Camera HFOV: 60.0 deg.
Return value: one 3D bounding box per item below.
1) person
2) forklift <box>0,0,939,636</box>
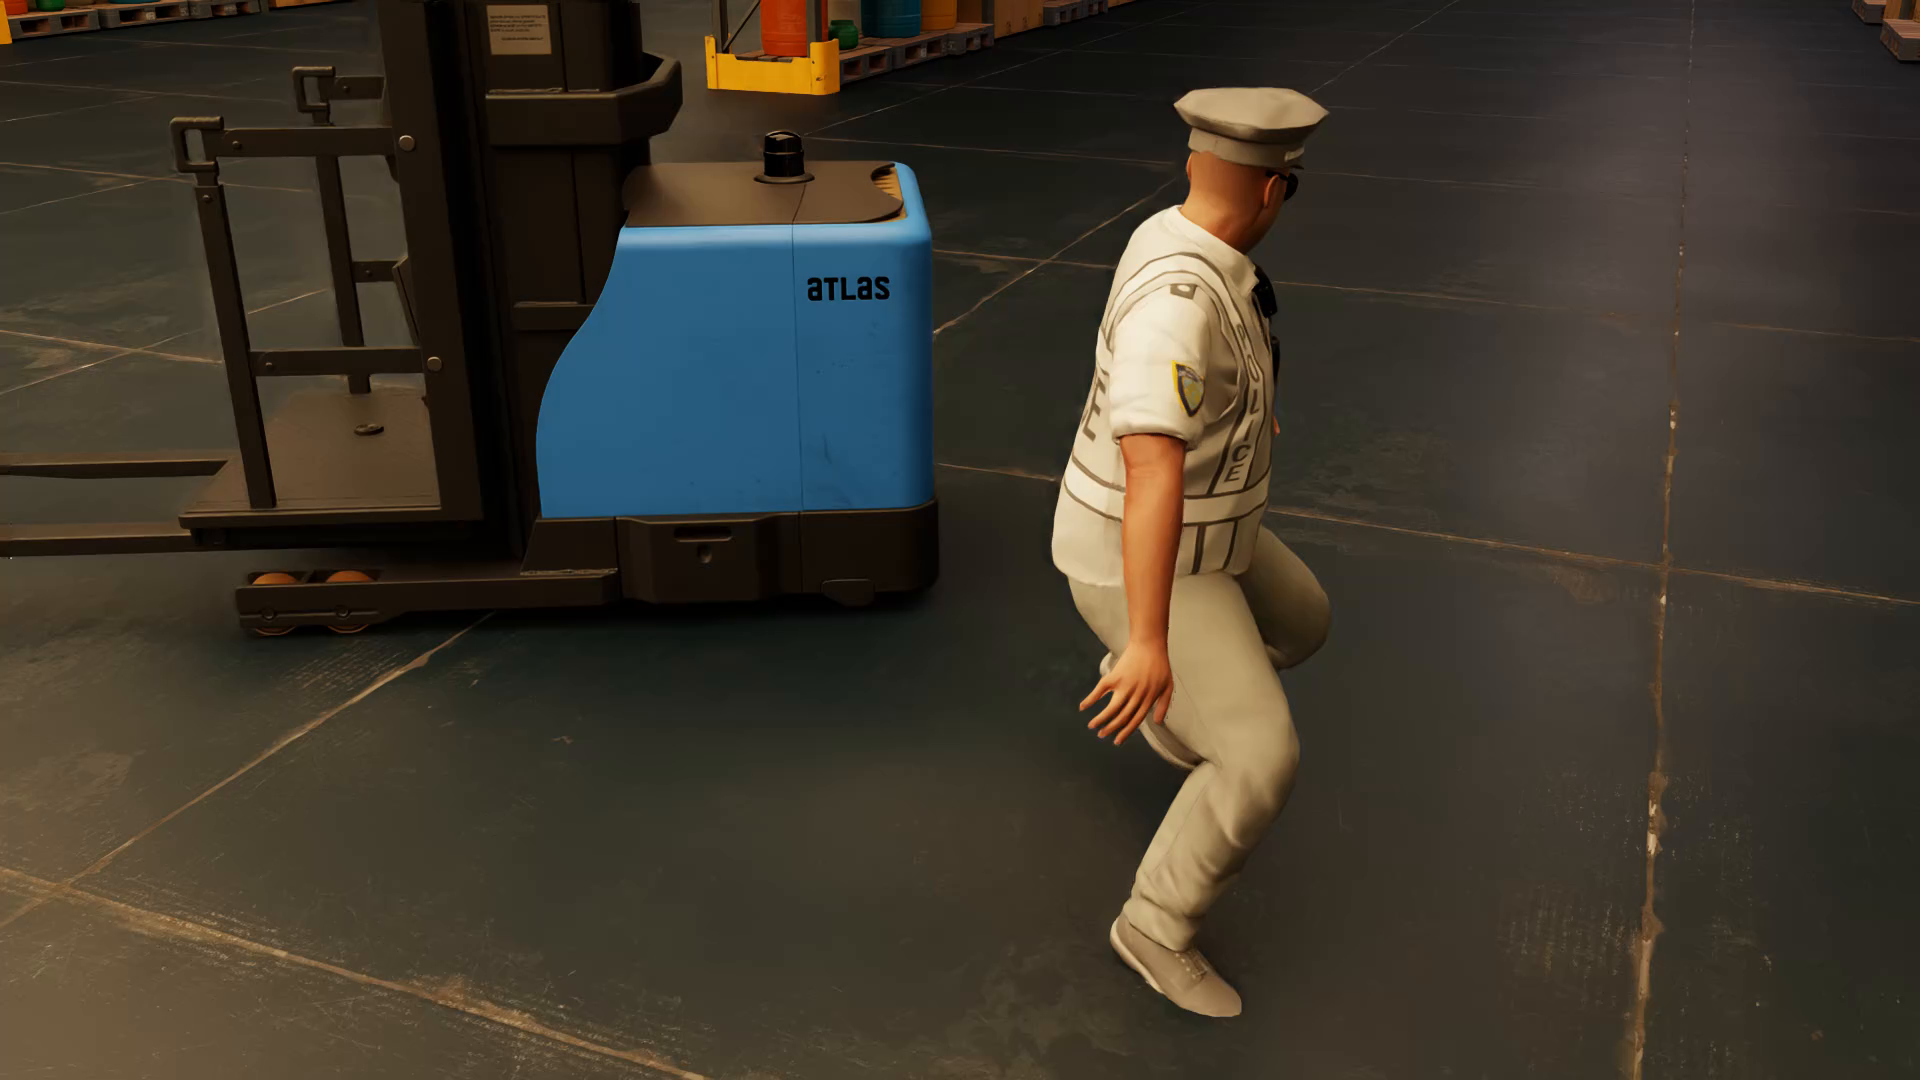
[{"bbox_3d":[0.421,0.011,3.071,0.508,1.641,1.141,7,24,16],"label":"person"},{"bbox_3d":[-1.602,-1.306,4.417,3.031,2.935,1.130,-2,23,-4],"label":"forklift"}]
